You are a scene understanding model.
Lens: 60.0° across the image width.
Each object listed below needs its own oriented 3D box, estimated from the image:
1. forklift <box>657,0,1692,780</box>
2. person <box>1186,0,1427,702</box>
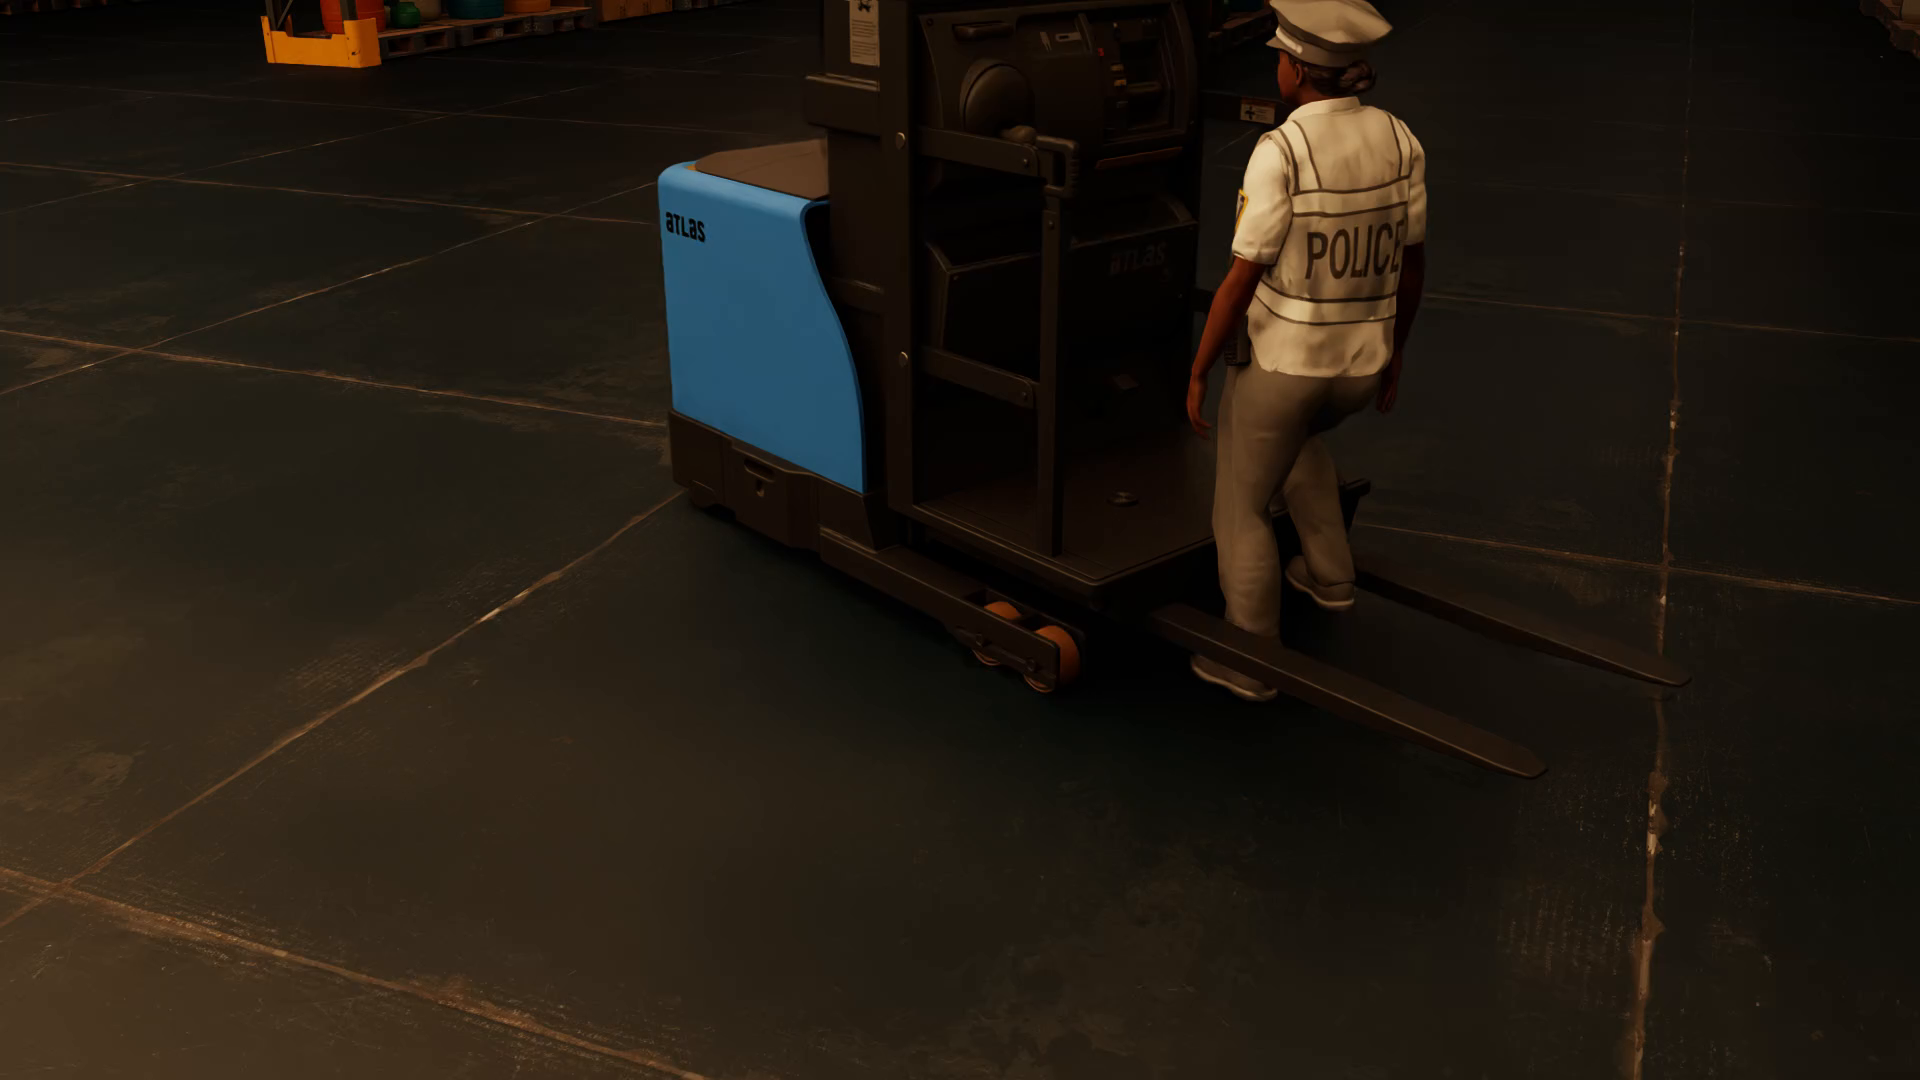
[{"bbox_3d":[0.415,-1.190,4.138,1.130,2.935,3.031,-19,29,-37],"label":"forklift"},{"bbox_3d":[0.767,-0.436,3.938,0.566,1.686,0.525,-10,25,-22],"label":"person"}]
